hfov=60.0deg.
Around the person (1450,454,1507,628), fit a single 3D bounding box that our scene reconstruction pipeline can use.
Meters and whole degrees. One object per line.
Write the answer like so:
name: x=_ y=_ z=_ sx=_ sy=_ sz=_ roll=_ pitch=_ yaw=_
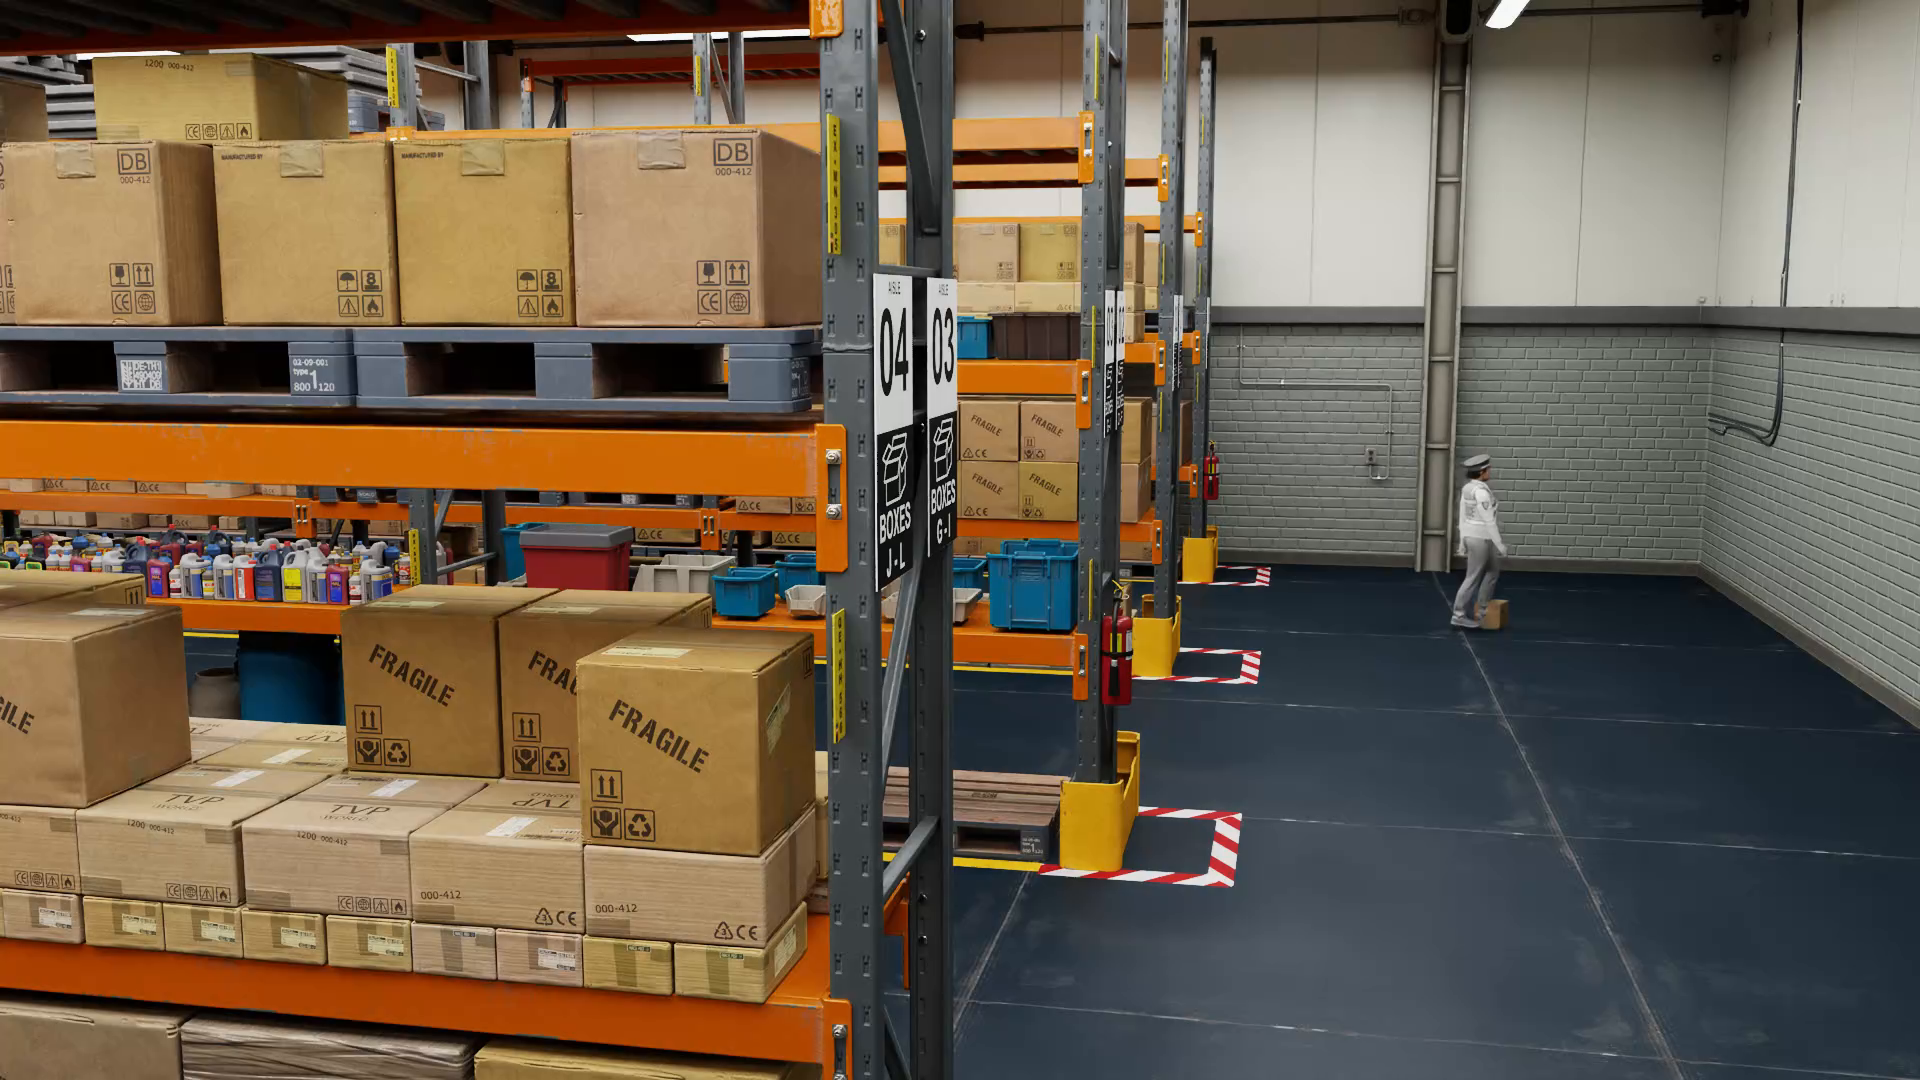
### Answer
person: x=5.008 y=0.042 z=15.998 sx=0.519 sy=1.746 sz=0.499 roll=0 pitch=8 yaw=1
